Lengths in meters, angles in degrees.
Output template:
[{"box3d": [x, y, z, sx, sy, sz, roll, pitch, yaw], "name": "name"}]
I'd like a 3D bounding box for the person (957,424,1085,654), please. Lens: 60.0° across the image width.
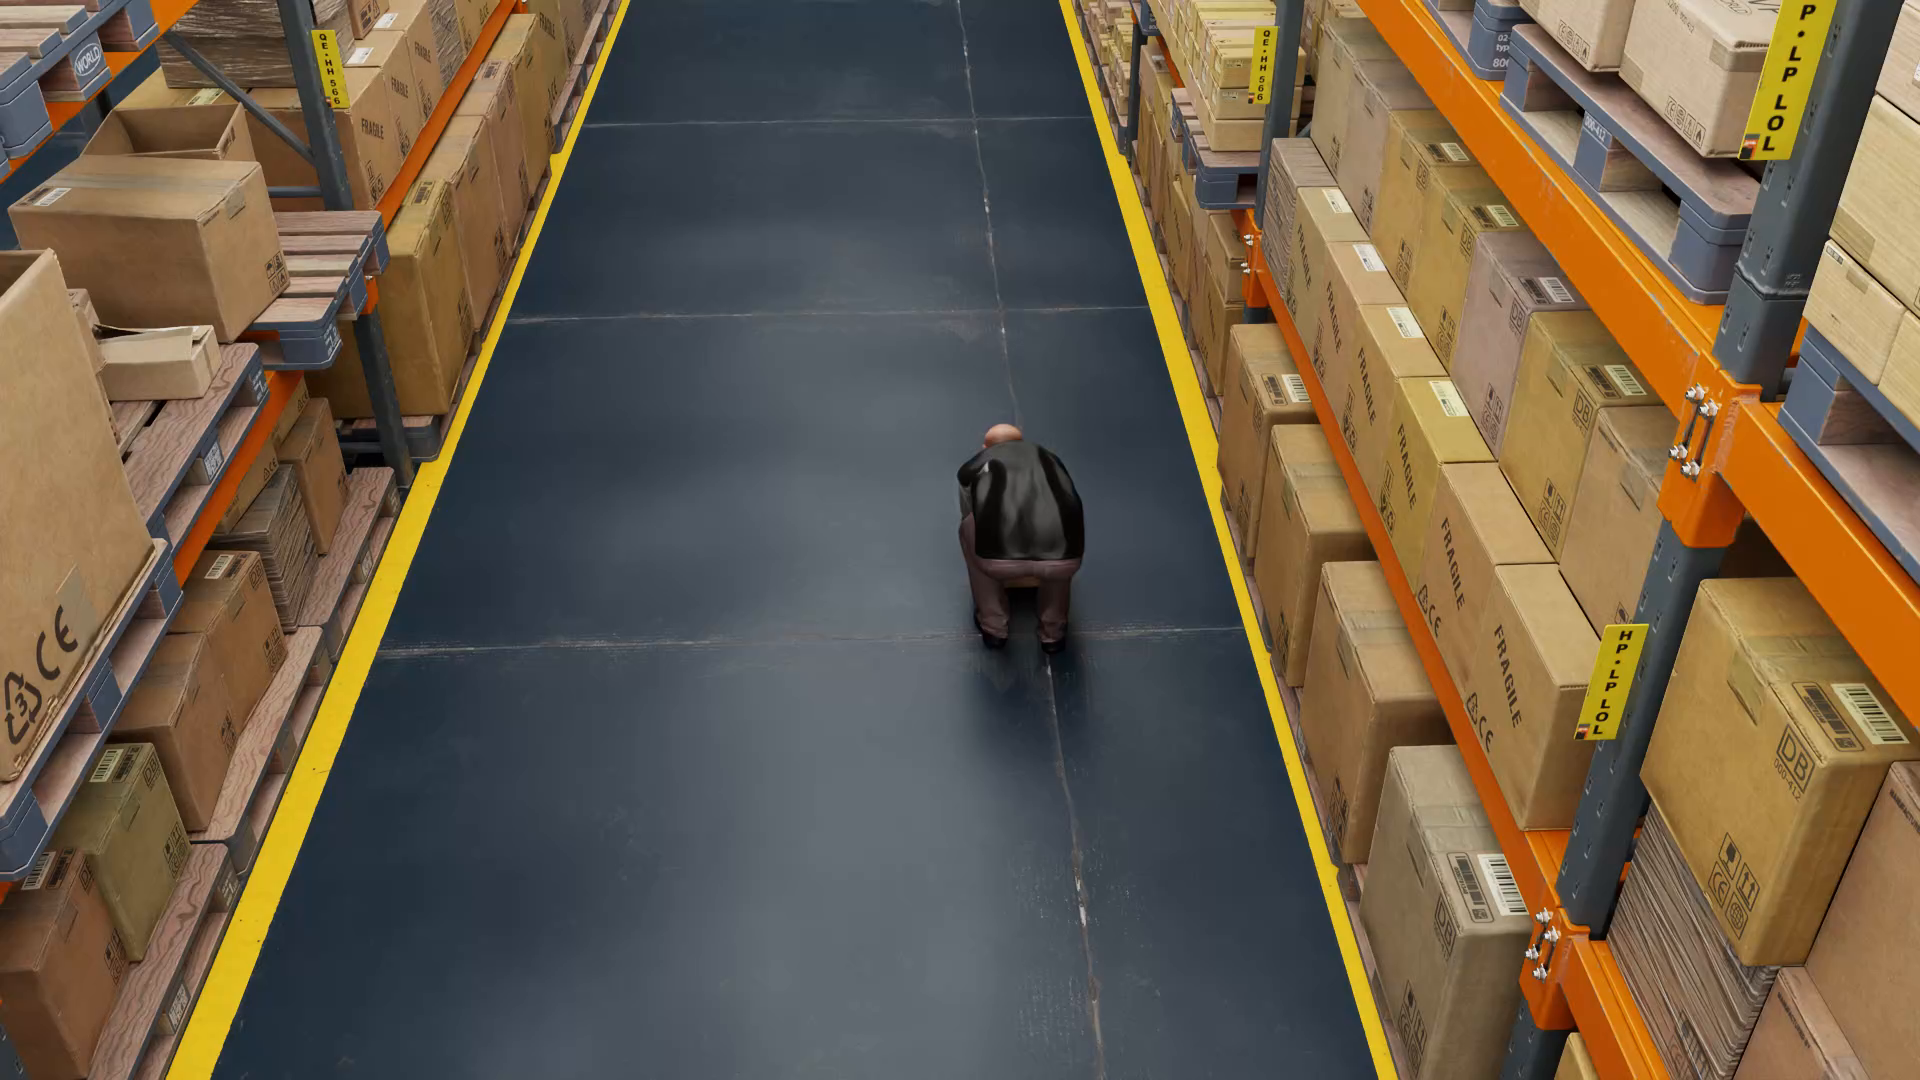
[{"box3d": [0.246, -0.017, 6.983, 0.500, 0.849, 0.952, -3, 35, -4], "name": "person"}]
